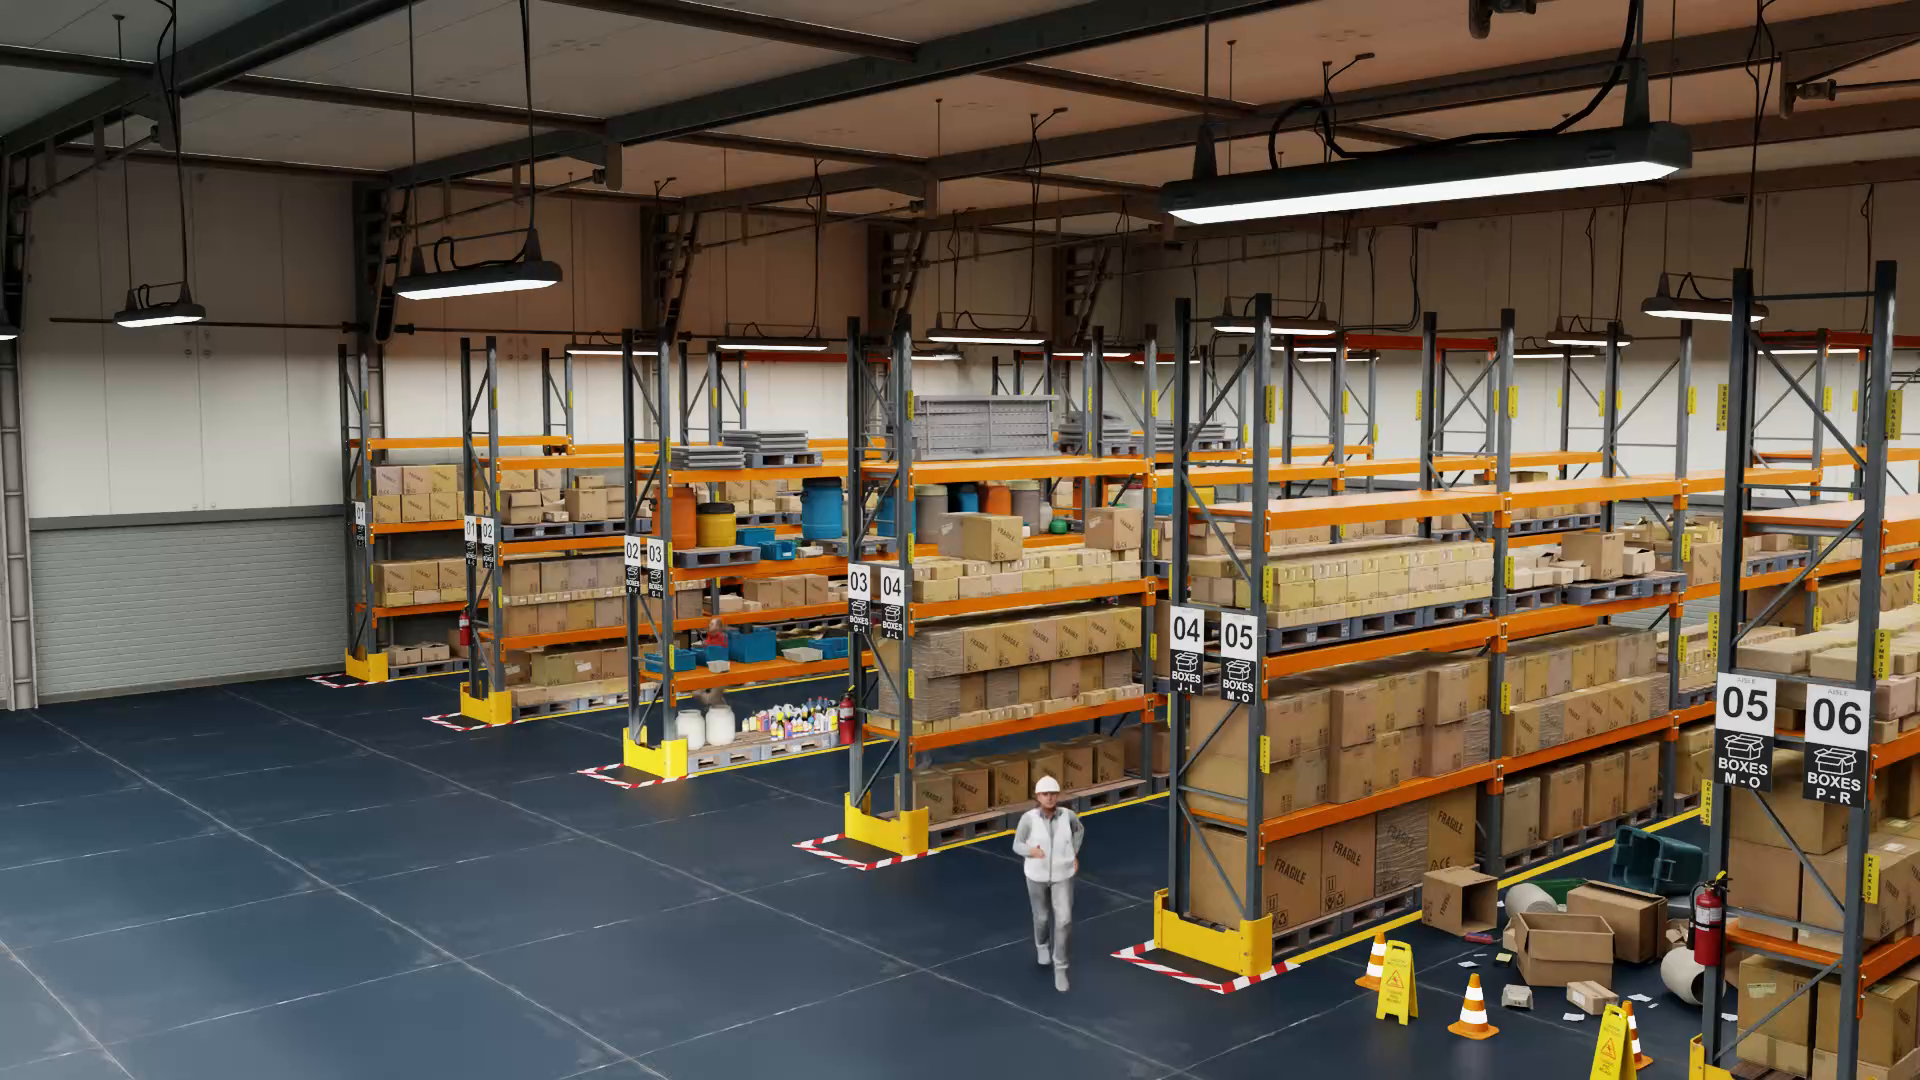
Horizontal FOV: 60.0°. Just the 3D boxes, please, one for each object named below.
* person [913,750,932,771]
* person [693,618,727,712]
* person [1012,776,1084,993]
[{"bbox_3d":[-0.609,2.342,22.293,0.588,1.741,0.794,3,6,31],"label":"person"},{"bbox_3d":[-3.759,2.047,25.462,0.578,1.724,0.701,-5,7,-43],"label":"person"},{"bbox_3d":[0.782,2.978,14.612,0.640,1.836,0.800,0,5,1],"label":"person"}]
